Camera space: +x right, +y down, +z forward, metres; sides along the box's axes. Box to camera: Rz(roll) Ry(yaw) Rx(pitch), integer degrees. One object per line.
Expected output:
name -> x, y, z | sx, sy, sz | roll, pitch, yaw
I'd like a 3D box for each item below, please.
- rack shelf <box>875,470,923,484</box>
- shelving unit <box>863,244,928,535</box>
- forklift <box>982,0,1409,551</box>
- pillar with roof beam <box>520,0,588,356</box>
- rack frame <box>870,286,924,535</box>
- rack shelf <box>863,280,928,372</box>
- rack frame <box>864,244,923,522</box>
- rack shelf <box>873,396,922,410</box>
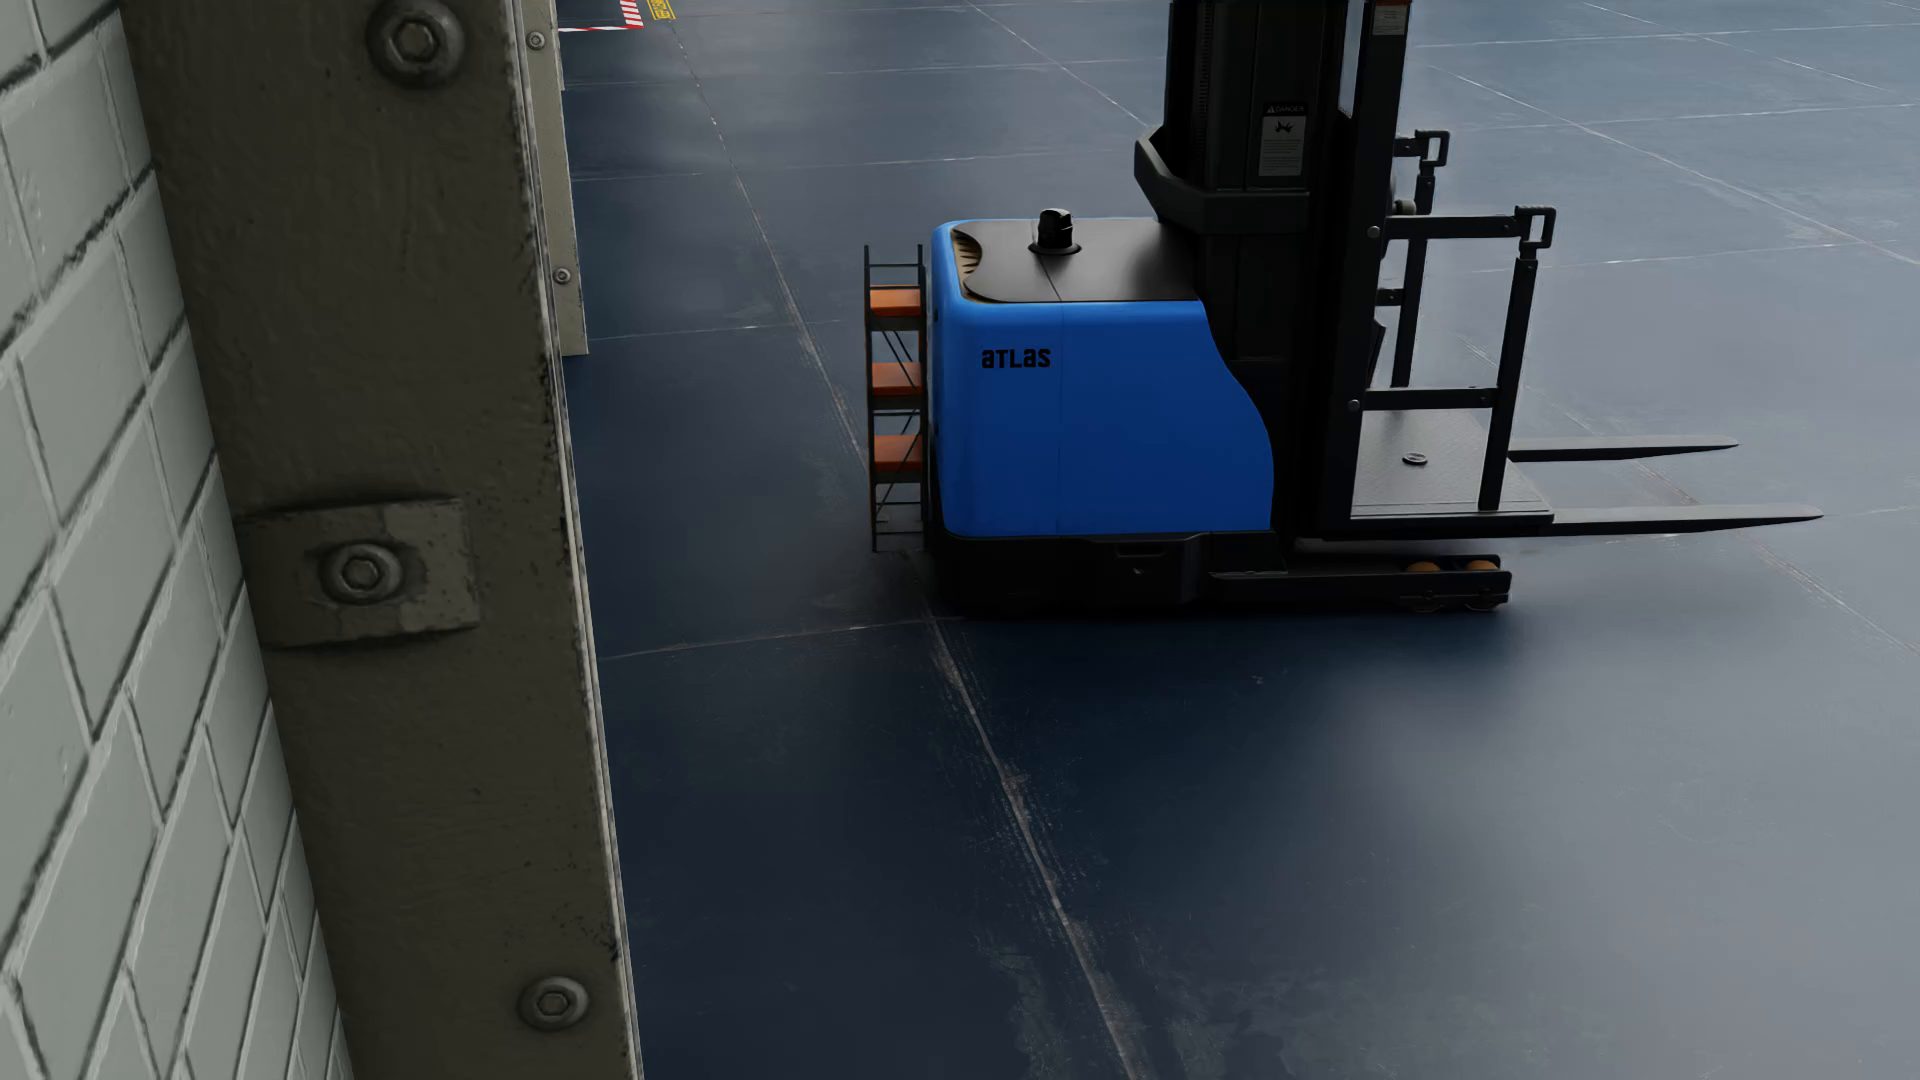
rack shelf -> -0.220, -0.270, 5.904 | 0.166, 0.050, 0.221 | -2, 27, -3
shelving unit -> -0.220, -0.483, 5.798 | 0.215, 1.050, 0.249 | -2, 27, -3
forklift -> 10.624, -11.910, 26.100 | 24.140, 3.159, 46.598 | -2, 27, -3
pillar with roof beam -> 2.273, -5.390, 6.697 | 9.100, 9.000, 0.400 | -6, 27, -12
rack frame -> -0.212, -0.428, 5.688 | 0.190, 0.915, 0.003 | -2, 27, -3
rack shelf -> -0.220, -0.727, 5.674 | 0.215, 0.259, 0.240 | -2, 27, -3
rack frame -> -0.227, -0.538, 5.906 | 0.200, 1.050, 0.008 | -2, 27, -3
rack shelf -> -0.220, -0.518, 5.779 | 0.166, 0.050, 0.221 | -2, 27, -3
